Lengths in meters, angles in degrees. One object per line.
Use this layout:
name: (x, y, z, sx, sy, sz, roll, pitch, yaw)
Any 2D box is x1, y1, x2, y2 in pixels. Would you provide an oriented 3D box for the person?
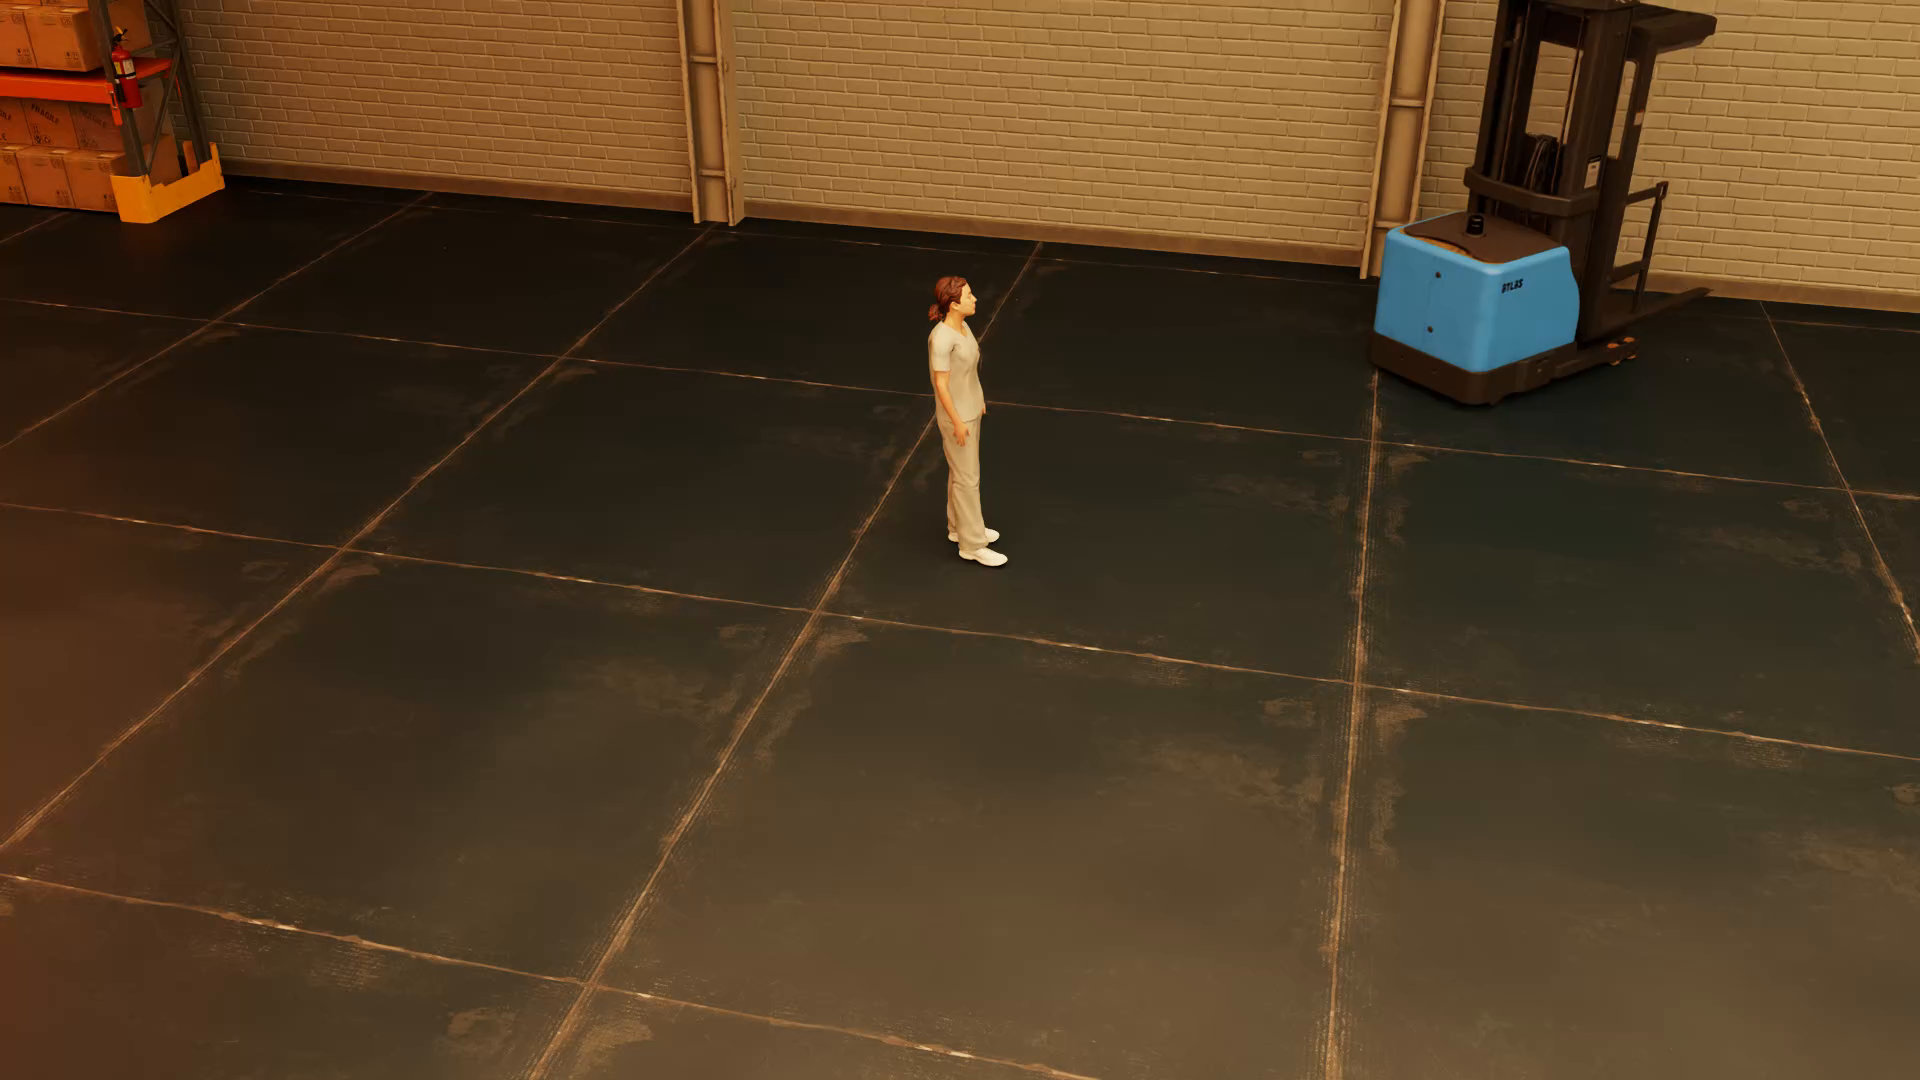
person: (0.068, -0.720, 9.700, 0.549, 1.675, 0.549, 7, 30, 12)

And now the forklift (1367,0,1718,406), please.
forklift: (4.532, -2.778, 12.074, 3.031, 2.935, 1.130, -19, 35, -30)
